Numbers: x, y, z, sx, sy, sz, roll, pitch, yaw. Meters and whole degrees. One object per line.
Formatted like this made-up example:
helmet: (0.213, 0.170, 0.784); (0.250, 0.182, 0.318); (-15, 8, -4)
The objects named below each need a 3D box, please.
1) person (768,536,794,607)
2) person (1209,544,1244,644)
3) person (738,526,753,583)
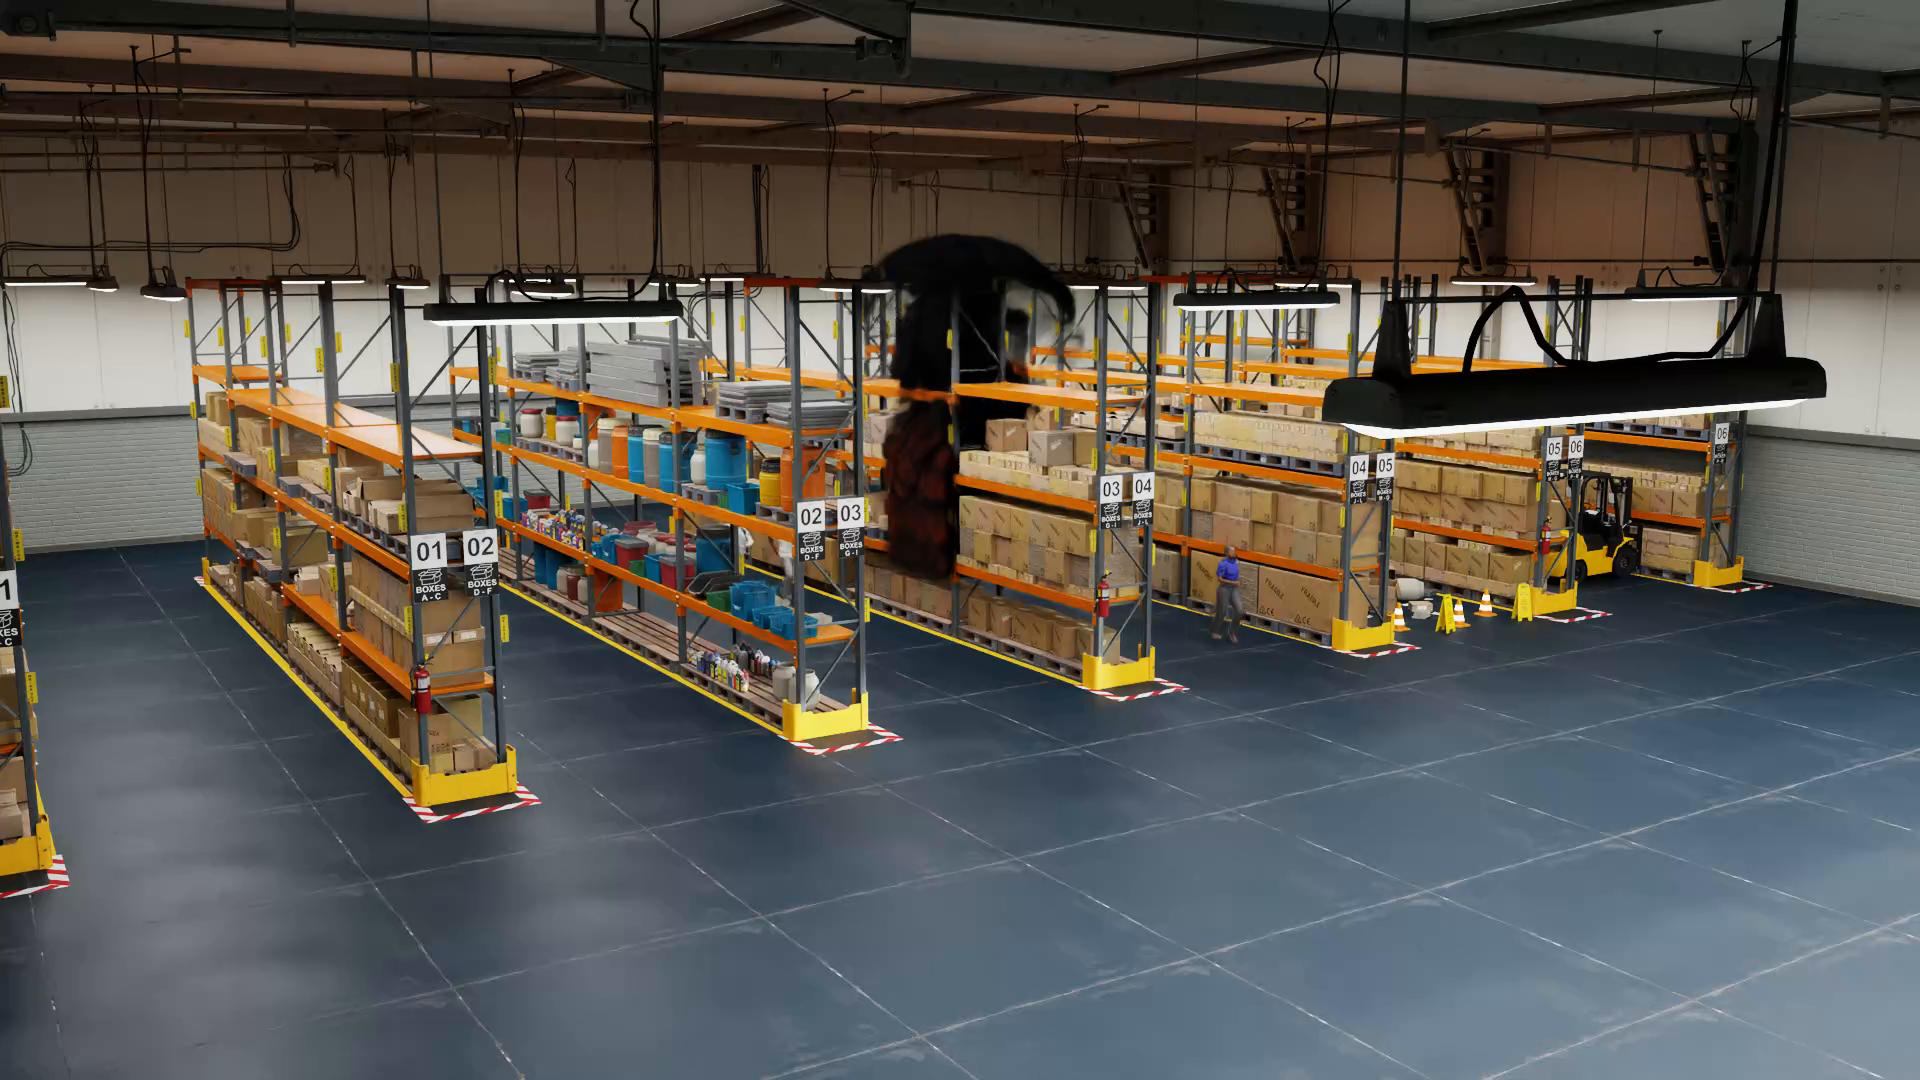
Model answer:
person: (-3.164, 0.333, 30.867); (0.677, 1.820, 0.778); (-6, 11, -31)
person: (4.483, 0.916, 27.722); (0.589, 1.717, 0.723); (-7, 12, -36)
person: (-4.172, 0.283, 31.097); (0.627, 1.679, 0.934); (-6, 11, -31)
